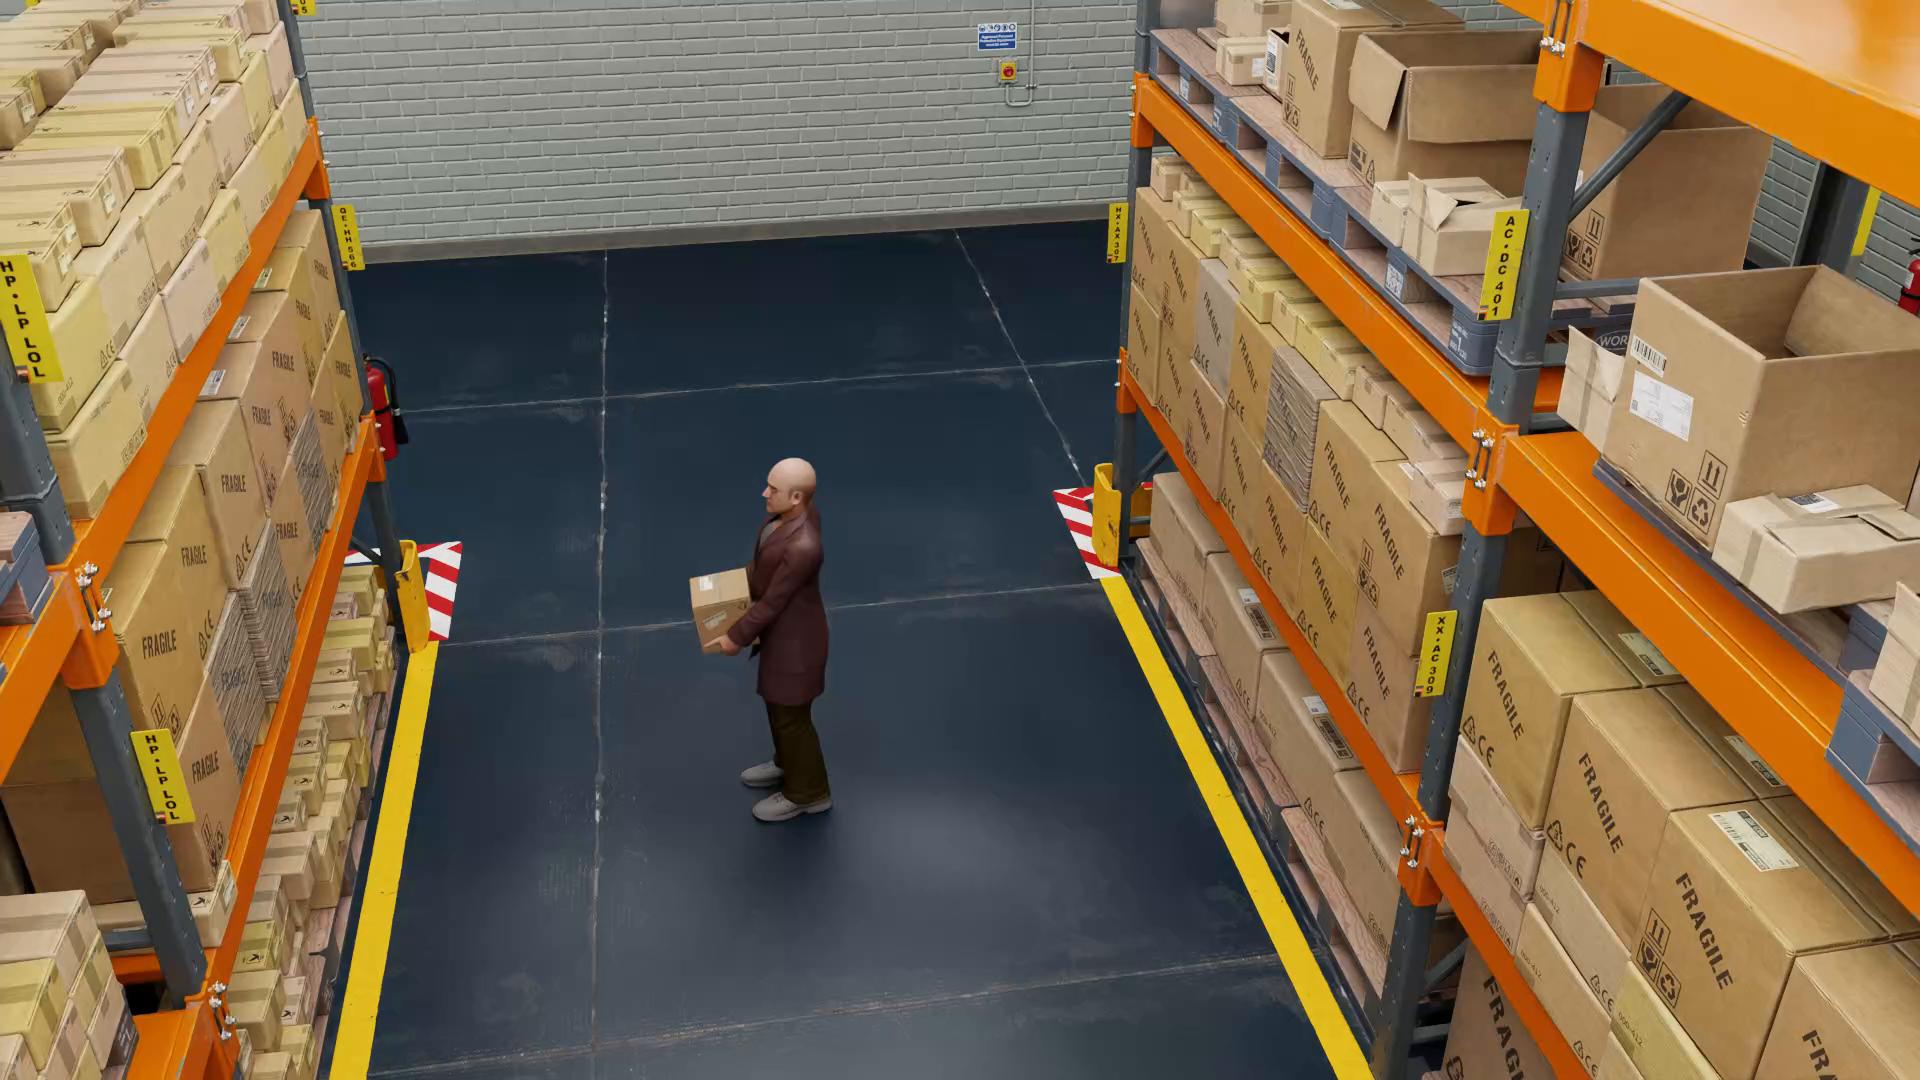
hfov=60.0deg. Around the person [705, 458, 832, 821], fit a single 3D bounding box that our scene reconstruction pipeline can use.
[{"bbox_3d":[-0.859,0.443,7.401,0.551,1.778,0.521,-5,31,-9],"label":"person"}]
